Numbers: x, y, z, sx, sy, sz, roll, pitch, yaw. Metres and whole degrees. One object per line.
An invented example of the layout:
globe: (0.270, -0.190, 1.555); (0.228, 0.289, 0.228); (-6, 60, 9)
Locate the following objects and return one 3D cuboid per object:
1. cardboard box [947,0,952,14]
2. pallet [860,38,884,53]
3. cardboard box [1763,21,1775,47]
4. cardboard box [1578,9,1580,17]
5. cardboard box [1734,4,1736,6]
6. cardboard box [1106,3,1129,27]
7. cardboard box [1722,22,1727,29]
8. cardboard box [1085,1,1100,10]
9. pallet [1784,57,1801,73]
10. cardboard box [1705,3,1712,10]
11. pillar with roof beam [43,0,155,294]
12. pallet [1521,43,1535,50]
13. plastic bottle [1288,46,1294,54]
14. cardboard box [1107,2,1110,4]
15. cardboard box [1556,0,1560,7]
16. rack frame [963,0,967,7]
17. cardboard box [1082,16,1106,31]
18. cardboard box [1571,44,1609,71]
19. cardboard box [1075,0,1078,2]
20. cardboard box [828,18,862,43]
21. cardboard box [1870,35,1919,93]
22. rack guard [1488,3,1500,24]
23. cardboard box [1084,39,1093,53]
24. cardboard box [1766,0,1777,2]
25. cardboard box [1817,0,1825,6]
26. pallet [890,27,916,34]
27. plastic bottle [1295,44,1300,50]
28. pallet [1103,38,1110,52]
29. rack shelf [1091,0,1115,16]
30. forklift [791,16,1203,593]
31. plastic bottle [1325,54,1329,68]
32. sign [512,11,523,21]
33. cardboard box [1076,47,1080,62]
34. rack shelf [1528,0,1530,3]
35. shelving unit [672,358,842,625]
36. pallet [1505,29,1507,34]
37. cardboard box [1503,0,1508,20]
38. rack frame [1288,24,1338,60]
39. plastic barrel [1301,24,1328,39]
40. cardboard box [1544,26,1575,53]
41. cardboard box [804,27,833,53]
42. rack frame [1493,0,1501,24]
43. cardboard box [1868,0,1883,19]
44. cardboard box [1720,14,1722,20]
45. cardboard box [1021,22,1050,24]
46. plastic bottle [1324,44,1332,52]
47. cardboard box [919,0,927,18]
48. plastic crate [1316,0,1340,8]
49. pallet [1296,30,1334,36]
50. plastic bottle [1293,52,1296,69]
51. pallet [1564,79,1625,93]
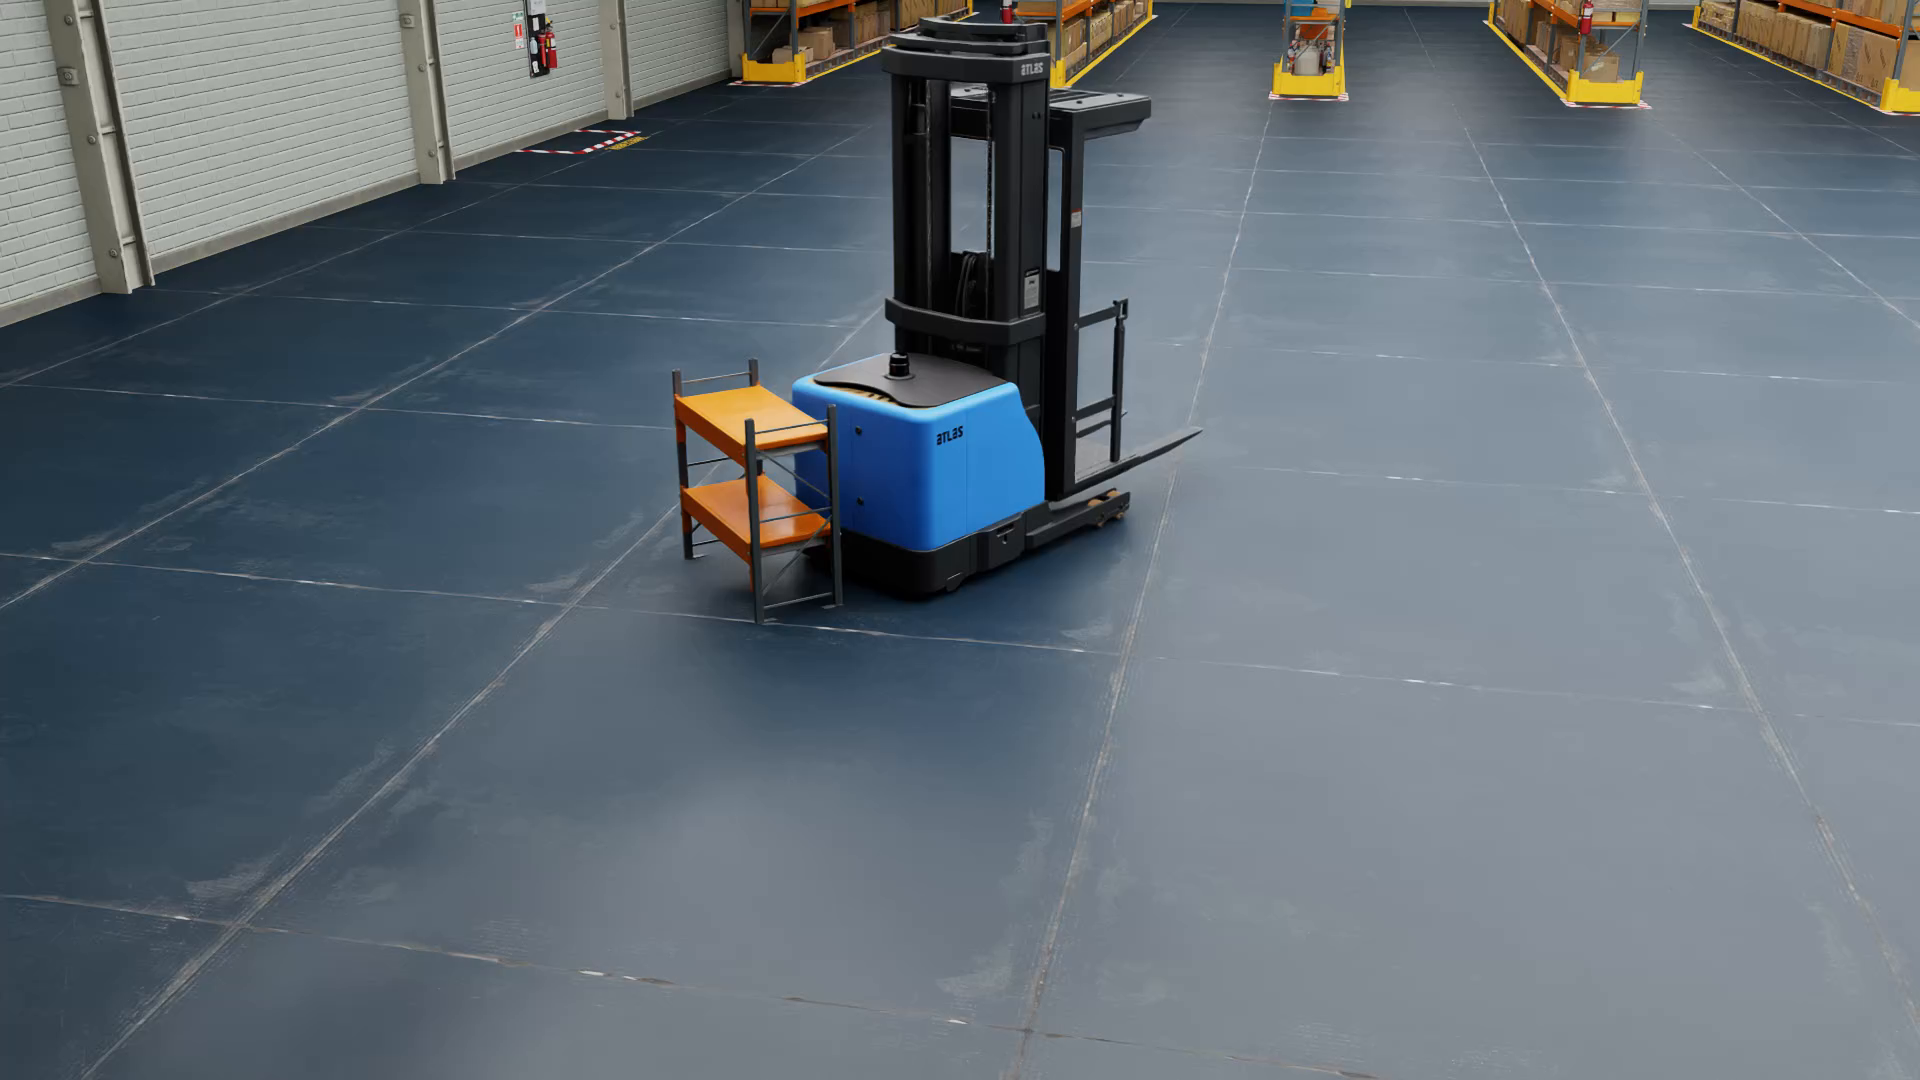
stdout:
cardboard box: (-0.608, -14.102, 43.637); (0.700, 0.500, 0.500); (5, 22, 12)
pallet: (-2.302, -10.943, 36.743); (1.003, 0.211, 1.213); (4, 22, 11)
cardboard box: (17.370, -10.715, 35.228); (0.500, 0.500, 0.500); (4, 22, 11)
cardboard box: (10.999, -9.189, 28.991); (0.380, 0.149, 0.250); (4, 22, 11)
cardboard box: (19.114, -12.999, 40.572); (0.380, 0.149, 0.250); (4, 22, 9)
cardboard box: (3.744, -12.533, 39.714); (0.500, 0.500, 0.500); (5, 22, 12)
cardboard box: (18.180, -12.114, 39.172); (0.380, 0.149, 0.250); (4, 22, 9)
cardboard box: (2.928, -12.364, 38.292); (0.500, 0.250, 0.500); (5, 23, 13)
pallet: (17.006, -9.398, 32.907); (1.003, 0.211, 1.213); (4, 22, 11)
cardboard box: (18.570, -13.135, 40.911); (0.380, 0.149, 0.250); (4, 22, 11)
pillar with roof beam: (-3.685, -6.235, 13.289); (9.100, 9.000, 0.400); (4, 22, 11)
pallet: (12.892, -10.824, 36.446); (1.003, 0.211, 1.213); (4, 22, 11)
plastic bottle: (6.296, -9.236, 31.729); (0.144, 0.351, 0.185); (4, 22, 10)
cardboard box: (3.341, -12.744, 40.239); (0.500, 0.500, 0.500); (5, 22, 12)
cardboard box: (11.439, -10.109, 31.275); (0.380, 0.149, 0.250); (4, 22, 11)
rack frame: (-0.258, -15.893, 45.300); (1.000, 3.000, 0.127); (4, 22, 11)
cardboard box: (2.889, -11.185, 35.979); (0.500, 0.311, 0.500); (4, 22, 11)
cardboard box: (11.561, -8.820, 30.523); (0.500, 0.500, 0.500); (2, 22, 6)
cardboard box: (1.958, -10.818, 32.566); (0.700, 0.500, 0.500); (4, 22, 10)
cardboard box: (-2.516, -11.012, 35.938); (0.700, 0.500, 0.500); (4, 22, 10)
cardboard box: (15.933, -7.956, 27.875); (0.875, 0.875, 0.875); (5, 22, 11)
rack guard: (14.294, -13.609, 42.976); (1.175, 0.500, 0.348); (4, 22, 11)
cardboard box: (2.469, -10.176, 34.224); (0.500, 0.250, 0.500); (4, 22, 10)
cardboard box: (18.404, -11.974, 37.349); (0.500, 0.250, 0.500); (4, 22, 9)
cardboard box: (16.624, -10.399, 31.525); (0.500, 0.500, 0.500); (4, 22, 10)
pallet: (-1.656, -11.956, 39.258); (1.003, 0.211, 1.213); (4, 22, 11)
plastic bottle: (6.562, -9.450, 32.259); (0.144, 0.351, 0.185); (4, 22, 11)
pallet: (2.754, -10.999, 36.882); (1.003, 0.211, 1.213); (4, 22, 11)
rack shelf: (2.552, -11.526, 35.420); (1.077, 0.370, 4.000); (4, 22, 11)
forklift: (0.390, -1.548, 9.773); (1.130, 2.935, 3.031); (18, 28, 37)
plastic bottle: (6.921, -8.989, 31.222); (0.097, 0.271, 0.097); (0, 22, 0)
sign: (-6.197, -7.337, 23.299); (0.001, 0.109, 0.331); (4, 22, 11)
cardboard box: (2.064, -9.495, 32.533); (0.500, 0.250, 0.500); (4, 22, 11)
rack shelf: (13.065, -12.232, 37.174); (1.077, 0.370, 4.000); (4, 22, 11)
shelving unit: (-1.112, -0.292, 9.072); (0.538, 1.125, 1.048); (-12, 25, -27)
pallet: (13.705, -12.276, 40.052); (1.003, 0.211, 1.213); (4, 22, 11)
cardboard box: (14.052, -13.396, 41.383); (0.875, 0.875, 0.875); (4, 22, 11)
rack frame: (6.992, -10.749, 32.528); (1.000, 3.000, 0.127); (4, 22, 11)
plastic barrel: (7.891, -11.580, 36.935); (0.600, 0.830, 0.708); (4, 22, 11)
cardboard box: (12.330, -10.221, 33.973); (0.700, 0.500, 0.500); (6, 23, 15)
cardboard box: (-2.879, -10.166, 33.838); (0.500, 0.500, 0.500); (3, 22, 7)
rack frame: (14.290, -14.760, 42.488); (1.000, 3.000, 0.127); (4, 22, 11)
cardboard box: (16.287, -9.297, 28.723); (0.875, 0.550, 0.500); (4, 22, 11)
cardboard box: (18.396, -12.507, 39.748); (0.380, 0.149, 0.250); (3, 22, 8)
cardboard box: (1.439, -9.701, 32.040); (0.500, 0.500, 0.500); (4, 22, 11)
plastic bottle: (7.104, -9.397, 32.127); (0.144, 0.351, 0.185); (3, 22, 8)
cardboard box: (-1.258, -13.055, 40.569); (0.750, 0.750, 0.750); (5, 23, 13)
plastic crate: (6.909, -10.014, 31.055); (0.530, 0.136, 0.437); (4, 22, 11)
pallet: (8.180, -11.655, 38.510); (1.003, 0.211, 1.213); (4, 22, 11)
plastic bottle: (6.304, -9.018, 31.276); (0.061, 0.283, 0.133); (4, 22, 11)
pallet: (11.241, -7.937, 29.279); (1.003, 0.211, 1.213); (4, 22, 11)
